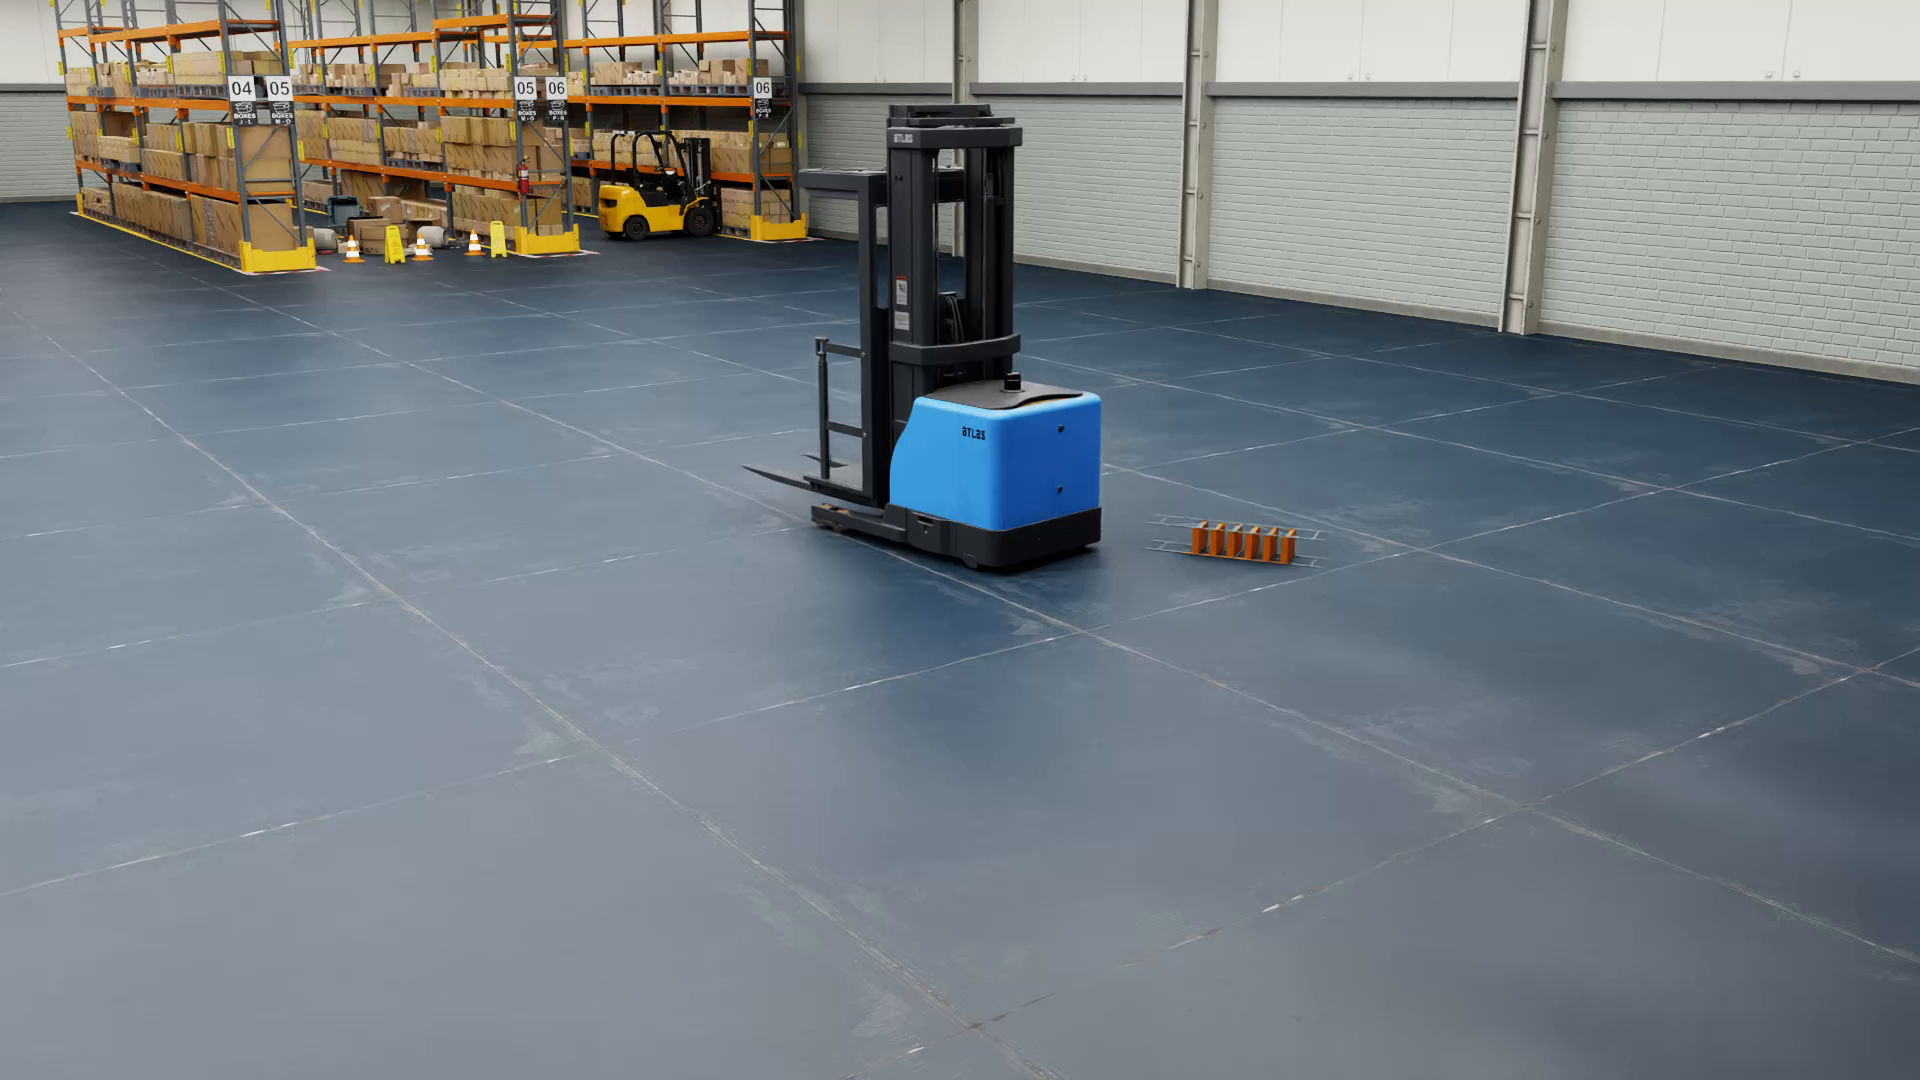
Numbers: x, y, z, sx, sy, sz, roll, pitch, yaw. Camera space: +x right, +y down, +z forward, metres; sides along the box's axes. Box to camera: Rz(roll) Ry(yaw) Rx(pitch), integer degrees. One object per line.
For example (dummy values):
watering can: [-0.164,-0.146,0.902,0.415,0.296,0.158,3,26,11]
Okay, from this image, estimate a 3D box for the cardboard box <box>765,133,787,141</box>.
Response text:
cardboard box: [-3.775,-8.275,34.146,0.380,0.149,0.250,-11,19,-36]

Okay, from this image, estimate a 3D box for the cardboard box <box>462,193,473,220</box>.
cardboard box: [-9.663,-6.706,33.388,0.500,0.500,0.500,-10,18,-32]

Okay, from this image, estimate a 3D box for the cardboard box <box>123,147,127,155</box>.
cardboard box: [-17.229,-8.129,34.712,0.380,0.149,0.250,-10,18,-32]

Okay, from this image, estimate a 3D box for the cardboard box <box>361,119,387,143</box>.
cardboard box: [-13.291,-9.311,37.830,0.500,0.500,0.500,-10,18,-34]

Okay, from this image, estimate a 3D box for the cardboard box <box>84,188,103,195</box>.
cardboard box: [-20.778,-8.357,39.905,0.380,0.149,0.250,-11,19,-35]

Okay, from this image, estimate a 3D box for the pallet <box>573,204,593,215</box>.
pallet: [-8.863,-8.194,41.115,1.003,0.211,1.213,-11,19,-35]

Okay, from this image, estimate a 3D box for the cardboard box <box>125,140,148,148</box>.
cardboard box: [-17.071,-8.215,34.461,0.380,0.149,0.250,-12,19,-37]

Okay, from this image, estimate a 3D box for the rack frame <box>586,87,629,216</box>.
rack frame: [-8.454,-9.374,40.143,1.000,3.000,0.127,-11,19,-35]

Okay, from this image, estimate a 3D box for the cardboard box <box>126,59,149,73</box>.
cardboard box: [-16.860,-9.723,34.097,0.396,0.266,0.258,-11,19,-35]

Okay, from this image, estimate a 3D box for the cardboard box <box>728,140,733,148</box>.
cardboard box: [-4.595,-8.227,34.534,0.380,0.149,0.250,-11,19,-35]

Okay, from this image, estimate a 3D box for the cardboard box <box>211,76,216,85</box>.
cardboard box: [-12.477,-7.808,28.230,0.380,0.149,0.250,-11,19,-34]

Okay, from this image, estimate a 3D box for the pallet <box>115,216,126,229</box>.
pallet: [-18.305,-7.156,37.321,1.003,0.211,1.213,-11,19,-35]

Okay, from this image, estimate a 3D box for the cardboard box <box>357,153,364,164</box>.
cardboard box: [-13.571,-8.815,38.384,0.500,0.250,0.500,-11,19,-35]

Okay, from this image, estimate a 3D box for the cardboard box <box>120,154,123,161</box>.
cardboard box: [-17.513,-8.090,35.133,0.380,0.149,0.250,-11,19,-35]

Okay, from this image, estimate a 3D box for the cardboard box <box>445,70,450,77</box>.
cardboard box: [-10.018,-9.290,33.119,0.380,0.149,0.250,-10,18,-33]

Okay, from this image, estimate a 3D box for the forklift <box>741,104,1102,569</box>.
forklift: [-0.415,-1.545,11.668,1.130,2.935,3.031,-14,21,-41]

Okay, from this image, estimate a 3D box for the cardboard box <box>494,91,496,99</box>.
cardboard box: [-8.596,-8.427,31.478,0.380,0.149,0.250,-11,19,-34]

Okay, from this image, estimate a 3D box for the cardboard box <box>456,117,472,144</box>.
cardboard box: [-9.476,-8.071,32.736,0.700,0.500,0.500,-11,19,-36]

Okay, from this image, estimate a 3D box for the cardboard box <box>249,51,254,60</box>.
cardboard box: [-11.944,-8.294,28.497,0.380,0.149,0.250,-11,19,-35]

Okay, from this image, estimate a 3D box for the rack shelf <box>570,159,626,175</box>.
rack shelf: [-9.630,-9.454,41.798,1.077,0.370,4.000,-11,19,-35]

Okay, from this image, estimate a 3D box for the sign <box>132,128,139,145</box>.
sign: [-16.845,-8.247,33.981,0.100,0.325,0.005,-11,19,-35]

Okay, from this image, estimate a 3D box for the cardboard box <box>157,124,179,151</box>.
cardboard box: [-15.554,-8.029,33.145,0.700,0.500,0.500,-11,19,-35]

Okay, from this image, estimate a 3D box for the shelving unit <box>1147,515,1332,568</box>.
shelving unit: [1.872,0.006,11.188,1.200,0.189,0.258,6,17,22]

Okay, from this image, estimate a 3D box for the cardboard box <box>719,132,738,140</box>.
cardboard box: [-4.807,-8.417,34.664,0.380,0.149,0.250,-10,18,-33]

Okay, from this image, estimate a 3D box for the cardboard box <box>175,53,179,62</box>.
cardboard box: [-13.970,-8.735,30.106,0.380,0.149,0.250,-11,19,-35]

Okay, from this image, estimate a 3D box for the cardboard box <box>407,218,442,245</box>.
cardboard box: [-10.586,-6.104,32.926,0.500,0.500,0.500,1,15,4]

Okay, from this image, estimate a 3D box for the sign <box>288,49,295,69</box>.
sign: [-11.256,-8.096,27.986,0.100,0.325,0.005,-11,19,-35]

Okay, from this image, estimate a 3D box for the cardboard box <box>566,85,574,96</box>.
cardboard box: [-9.249,-10.927,40.421,0.500,0.250,0.500,-11,19,-34]

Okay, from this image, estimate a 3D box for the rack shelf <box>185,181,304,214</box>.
rack shelf: [-12.884,-6.184,29.853,1.077,0.370,4.000,-11,19,-35]

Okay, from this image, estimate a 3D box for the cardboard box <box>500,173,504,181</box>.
cardboard box: [-8.529,-6.915,31.634,0.380,0.149,0.250,-11,19,-35]

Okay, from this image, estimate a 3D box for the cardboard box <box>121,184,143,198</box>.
cardboard box: [-17.932,-7.604,36.194,0.500,0.250,0.500,-10,18,-32]

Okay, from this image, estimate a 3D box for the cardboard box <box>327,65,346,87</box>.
cardboard box: [-14.536,-10.921,39.129,0.500,0.500,0.500,-11,19,-36]

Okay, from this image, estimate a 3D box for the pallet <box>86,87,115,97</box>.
pallet: [-18.487,-9.875,36.646,1.213,0.211,1.003,-11,19,-35]

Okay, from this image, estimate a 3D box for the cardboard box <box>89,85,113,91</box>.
cardboard box: [-19.271,-10.104,37.413,0.500,0.250,0.500,-10,18,-33]

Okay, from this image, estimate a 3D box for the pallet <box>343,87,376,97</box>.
pallet: [-13.549,-10.326,38.297,1.003,0.211,1.213,-10,18,-32]

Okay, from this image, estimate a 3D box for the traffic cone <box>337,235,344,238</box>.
traffic cone: [-12.956,-6.479,34.372,0.336,0.463,0.334,-11,19,-35]

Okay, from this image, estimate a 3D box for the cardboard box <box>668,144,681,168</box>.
cardboard box: [-6.053,-8.433,36.515,0.500,0.500,0.500,-12,19,-36]

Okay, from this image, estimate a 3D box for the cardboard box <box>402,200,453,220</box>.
cardboard box: [-11.703,-7.259,36.599,0.950,0.372,0.625,-11,19,-36]

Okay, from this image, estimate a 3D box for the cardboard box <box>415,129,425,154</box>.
cardboard box: [-11.164,-8.423,35.119,0.500,0.500,0.500,-10,18,-33]

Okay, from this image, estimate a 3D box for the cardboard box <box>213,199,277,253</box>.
cardboard box: [-12.679,-5.604,29.599,0.875,0.875,0.875,-11,19,-35]

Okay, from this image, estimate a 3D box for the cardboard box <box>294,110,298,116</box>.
cardboard box: [-16.745,-10.864,42.275,0.380,0.149,0.250,-12,19,-36]

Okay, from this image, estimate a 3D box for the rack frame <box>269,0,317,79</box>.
rack frame: [-17.171,-13.204,42.775,1.000,3.000,0.127,-11,19,-35]

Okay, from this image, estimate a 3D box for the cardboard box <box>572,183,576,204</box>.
cardboard box: [-9.473,-8.647,41.429,0.500,0.500,0.500,-10,18,-32]

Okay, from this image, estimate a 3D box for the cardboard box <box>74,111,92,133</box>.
cardboard box: [-20.765,-9.951,39.605,0.500,0.500,0.500,-10,18,-33]

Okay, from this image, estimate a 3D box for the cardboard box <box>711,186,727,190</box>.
cardboard box: [-5.175,-7.398,35.442,0.500,0.250,0.500,-11,19,-36]

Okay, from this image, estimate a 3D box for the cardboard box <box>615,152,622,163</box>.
cardboard box: [-7.791,-8.952,38.885,0.500,0.250,0.500,-12,19,-36]

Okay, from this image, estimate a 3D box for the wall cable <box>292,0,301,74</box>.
wall cable: [-20.134,-14.492,47.477,2.355,3.000,0.029,-11,19,-35]

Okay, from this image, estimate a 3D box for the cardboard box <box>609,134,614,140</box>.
cardboard box: [-8.012,-9.460,39.038,0.380,0.149,0.250,-11,19,-34]

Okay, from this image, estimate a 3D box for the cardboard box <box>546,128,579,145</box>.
cardboard box: [-9.937,-10.063,41.674,0.700,0.500,0.500,-11,19,-35]

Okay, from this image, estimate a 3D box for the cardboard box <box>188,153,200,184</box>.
cardboard box: [-13.833,-6.954,31.017,0.875,0.550,0.550,-11,19,-35]

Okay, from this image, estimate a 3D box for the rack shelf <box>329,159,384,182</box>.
rack shelf: [-13.643,-8.683,38.980,1.077,0.370,4.000,-11,19,-35]

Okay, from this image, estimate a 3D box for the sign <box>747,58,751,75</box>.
sign: [-4.198,-9.420,33.102,0.100,0.325,0.005,-11,19,-35]

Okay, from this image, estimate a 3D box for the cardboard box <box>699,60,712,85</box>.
cardboard box: [-5.042,-9.835,34.964,0.797,0.503,0.637,-10,18,-33]

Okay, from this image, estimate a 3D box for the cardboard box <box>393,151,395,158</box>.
cardboard box: [-12.288,-8.520,36.704,0.380,0.149,0.250,-12,20,-38]
